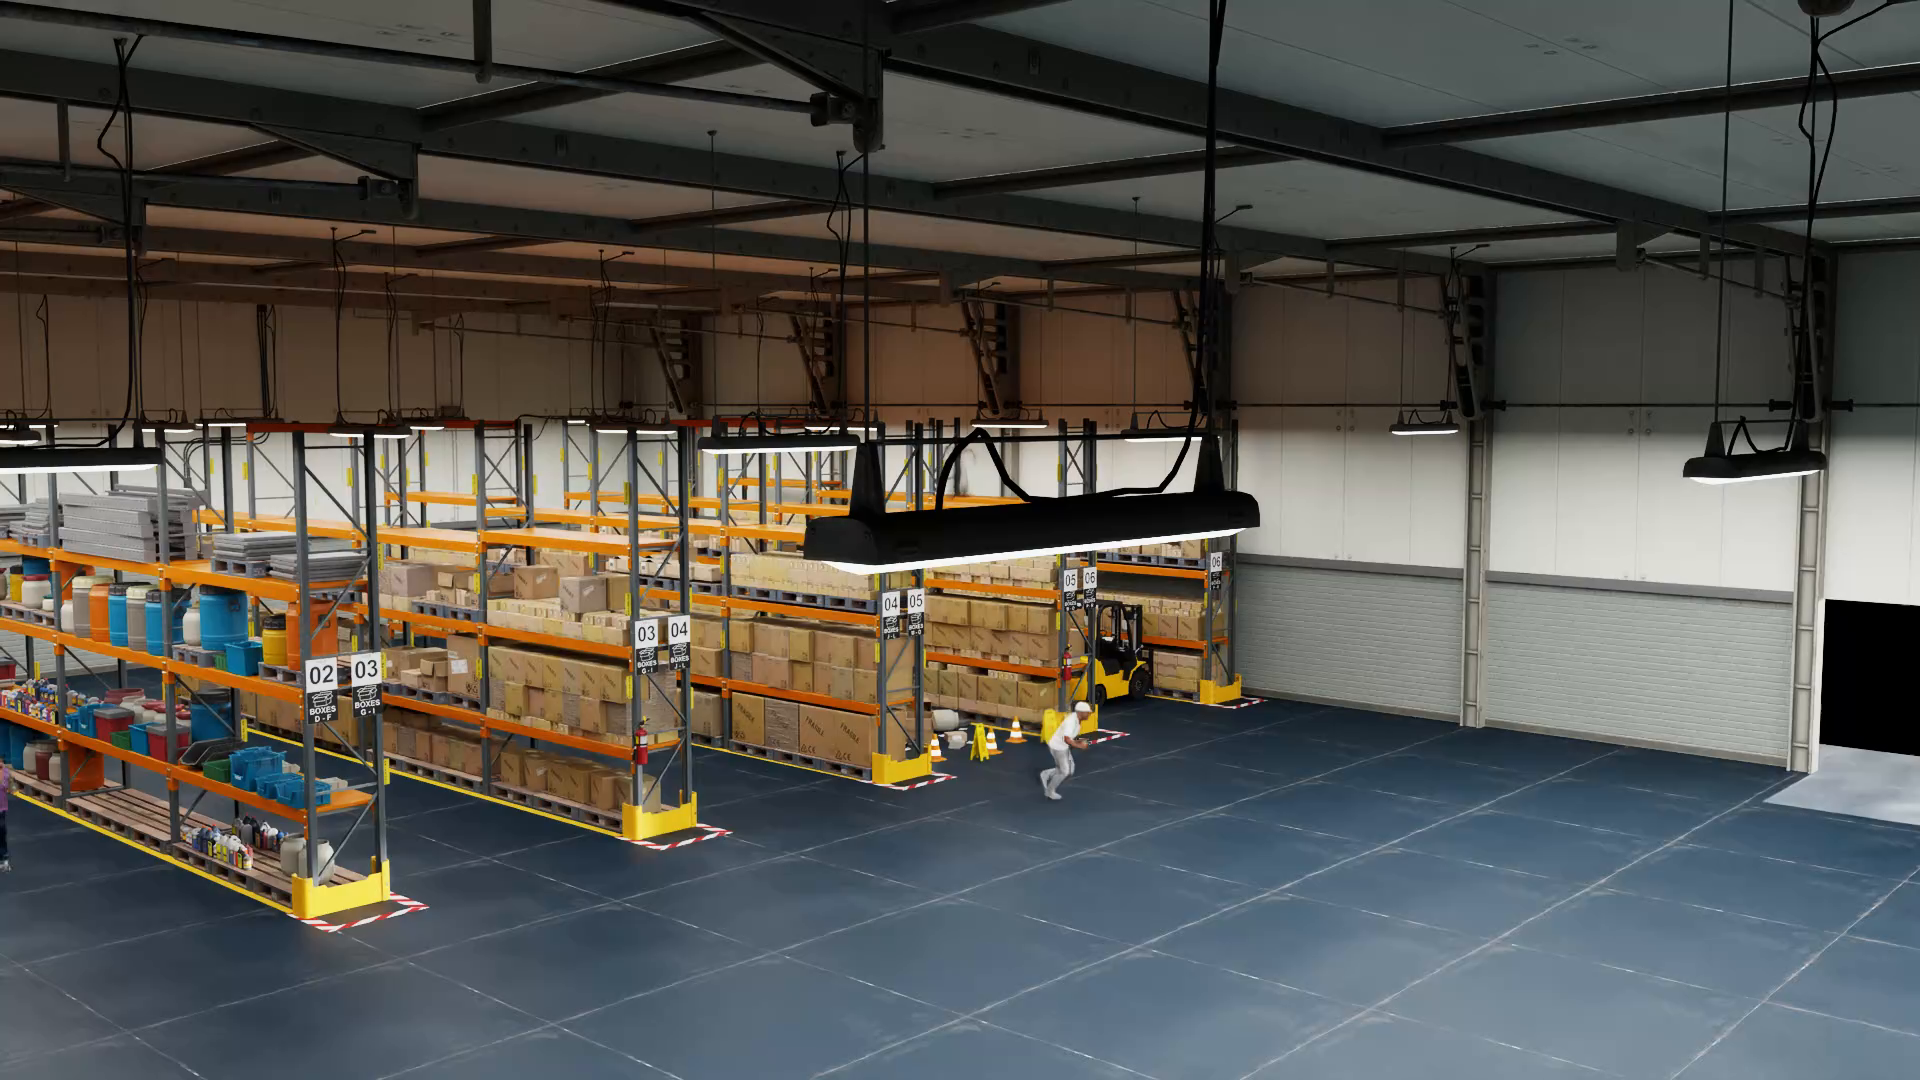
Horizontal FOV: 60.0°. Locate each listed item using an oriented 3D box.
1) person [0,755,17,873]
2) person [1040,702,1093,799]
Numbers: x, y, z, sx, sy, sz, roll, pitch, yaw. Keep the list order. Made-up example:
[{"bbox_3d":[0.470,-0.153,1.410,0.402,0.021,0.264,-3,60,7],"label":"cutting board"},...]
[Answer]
[{"bbox_3d":[-13.126,3.695,22.563,0.791,1.618,0.556,2,5,28],"label":"person"},{"bbox_3d":[1.712,3.365,26.753,0.860,1.571,0.728,1,5,12],"label":"person"}]
